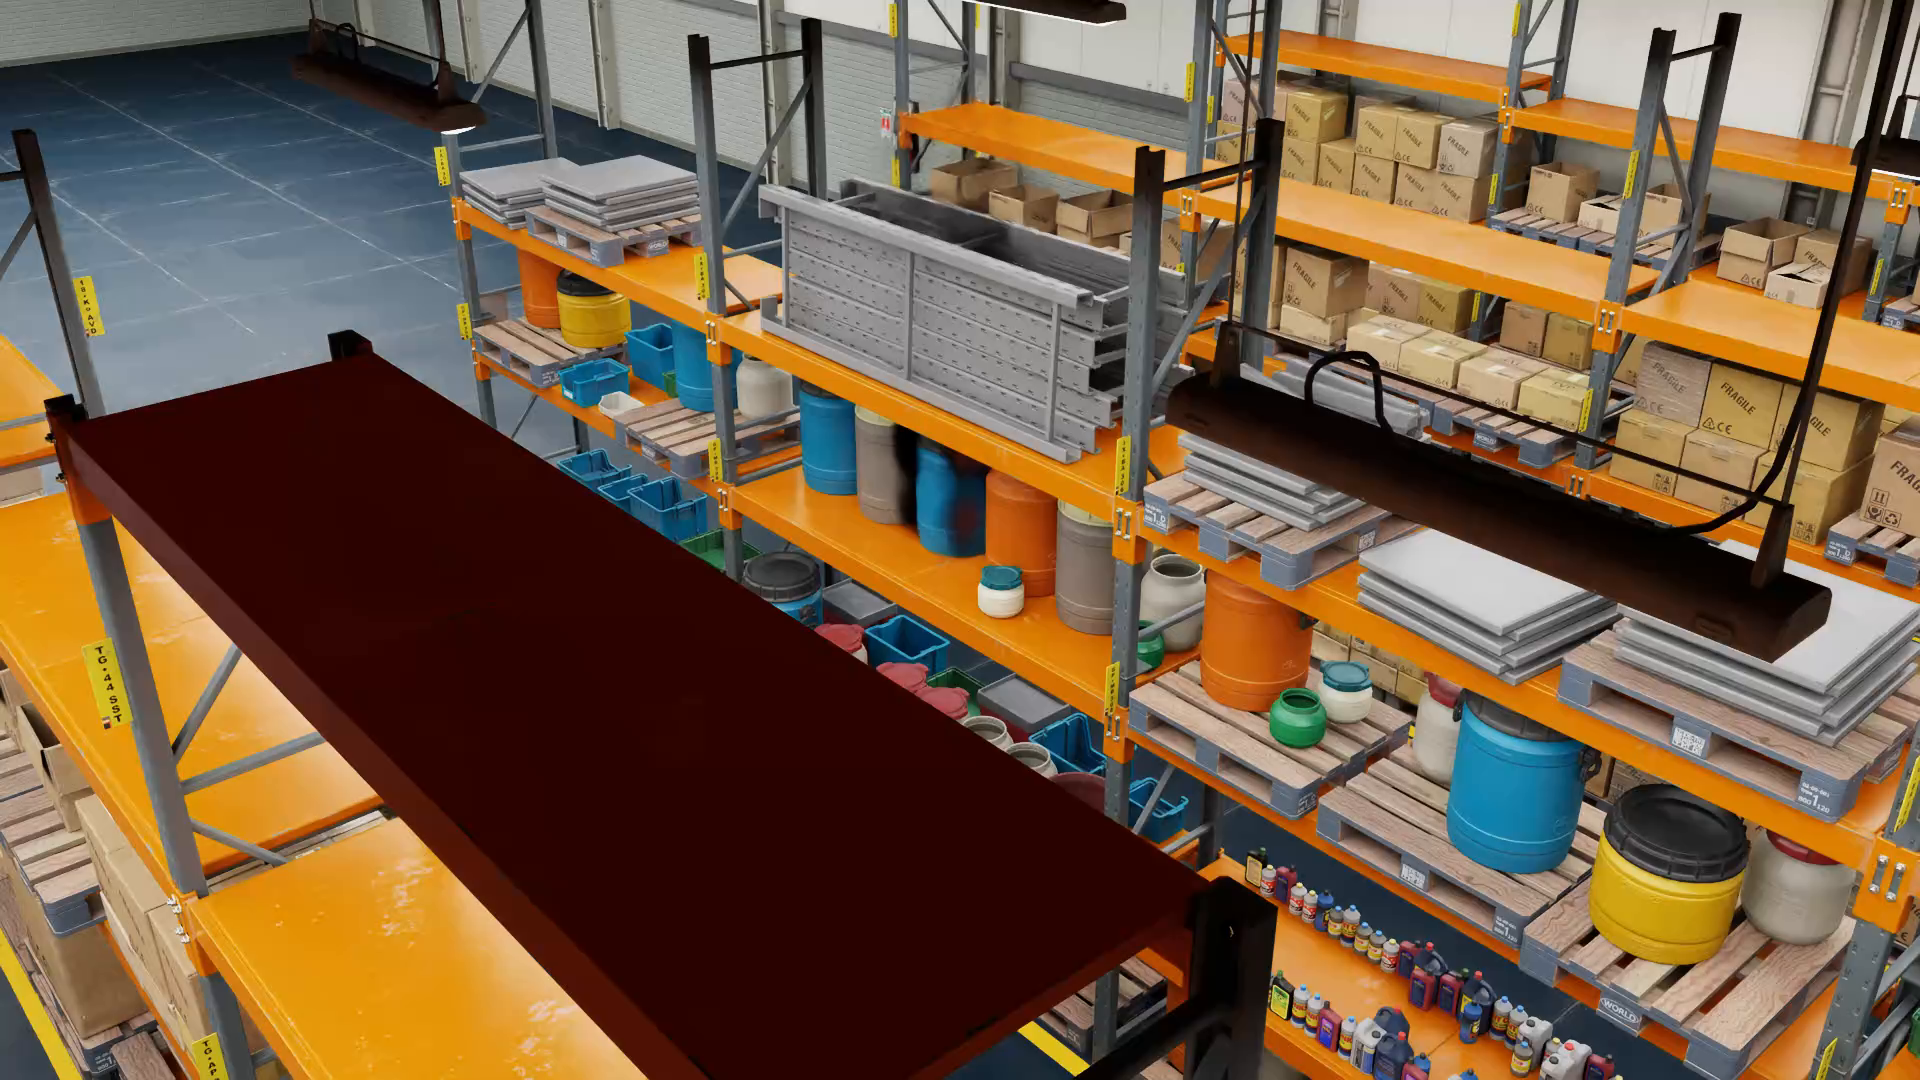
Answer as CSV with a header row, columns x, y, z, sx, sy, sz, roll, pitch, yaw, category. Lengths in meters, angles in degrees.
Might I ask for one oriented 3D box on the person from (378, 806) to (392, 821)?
x,y,z,sx,sy,sz,roll,pitch,yaw,category
-4.676,1.427,12.873,0.579,1.723,0.698,19,33,33,person
